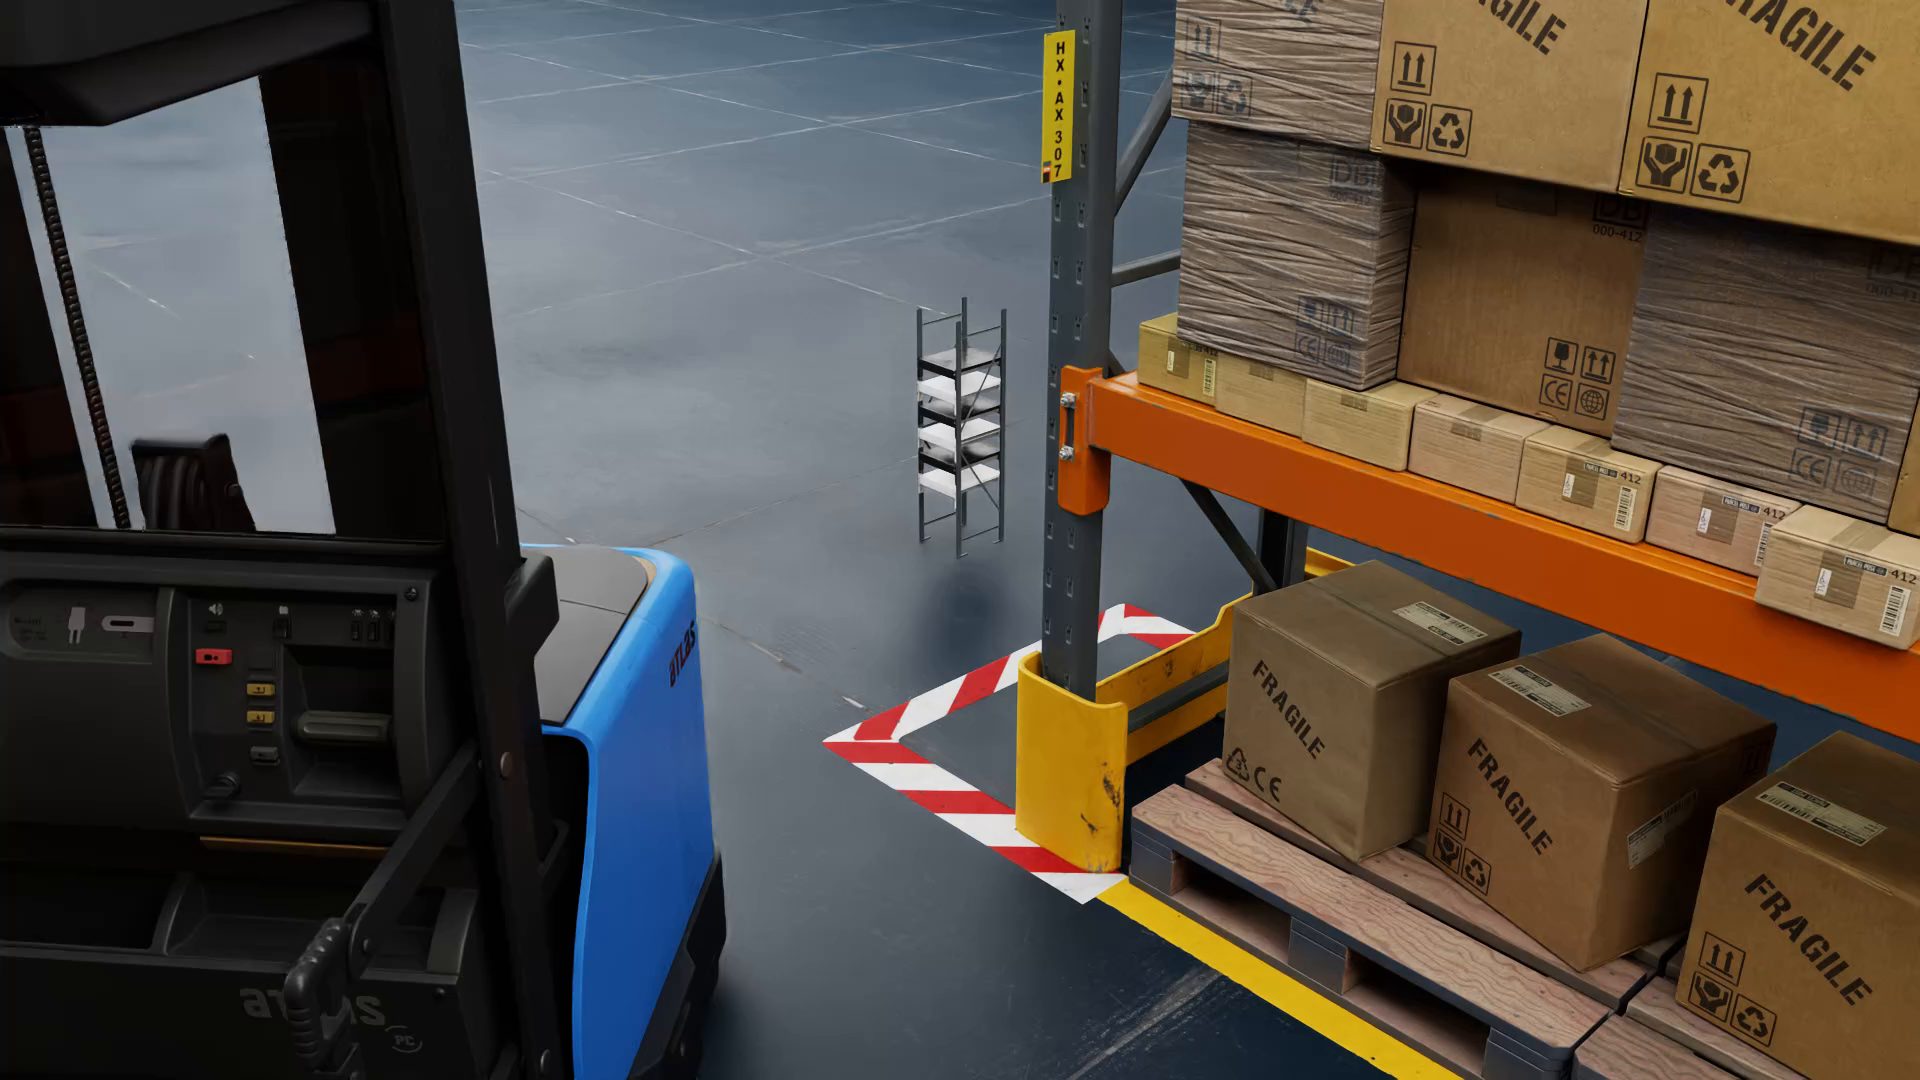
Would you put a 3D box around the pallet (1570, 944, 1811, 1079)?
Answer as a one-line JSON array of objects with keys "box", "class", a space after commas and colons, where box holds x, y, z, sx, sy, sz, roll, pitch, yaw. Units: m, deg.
[{"box": [2.028, 1.194, 3.378, 1.003, 0.211, 1.213, -21, 32, -38], "class": "pallet"}]

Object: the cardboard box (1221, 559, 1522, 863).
[{"box": [1.031, 0.417, 4.227, 0.500, 0.500, 0.500, -15, 28, -29], "class": "cardboard box"}]

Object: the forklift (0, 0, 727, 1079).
[{"box": [-1.217, 0.251, 2.168, 1.130, 2.935, 3.031, 2, 25, 5], "class": "forklift"}]

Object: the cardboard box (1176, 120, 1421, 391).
[{"box": [0.973, -0.729, 3.756, 0.875, 0.500, 0.500, -21, 32, -38], "class": "cardboard box"}]

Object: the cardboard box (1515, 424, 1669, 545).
[{"box": [1.306, -0.146, 3.259, 0.380, 0.149, 0.250, -21, 32, -38], "class": "cardboard box"}]

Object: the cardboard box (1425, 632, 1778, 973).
[{"box": [1.465, 0.588, 3.852, 0.500, 0.500, 0.500, -12, 27, -25], "class": "cardboard box"}]

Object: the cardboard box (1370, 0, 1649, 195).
[{"box": [1.130, -0.961, 3.060, 0.500, 0.500, 0.500, -21, 32, -38], "class": "cardboard box"}]

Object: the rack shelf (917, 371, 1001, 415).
[{"box": [0.006, -0.540, 5.997, 0.258, 0.077, 0.200, -21, 32, -38], "class": "rack shelf"}]

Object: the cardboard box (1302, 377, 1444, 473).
[{"box": [0.954, -0.294, 3.582, 0.380, 0.149, 0.250, -21, 32, -38], "class": "cardboard box"}]

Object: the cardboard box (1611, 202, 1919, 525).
[{"box": [1.712, -0.448, 3.140, 0.875, 0.500, 0.500, -21, 32, -38], "class": "cardboard box"}]

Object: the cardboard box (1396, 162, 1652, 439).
[{"box": [1.402, -0.612, 3.499, 0.875, 0.500, 0.500, -21, 32, -38], "class": "cardboard box"}]

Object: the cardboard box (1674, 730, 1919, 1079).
[{"box": [1.879, 0.784, 3.424, 0.500, 0.500, 0.500, -18, 30, -34], "class": "cardboard box"}]

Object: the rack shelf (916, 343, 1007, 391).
[{"box": [0.006, -0.622, 5.960, 0.258, 0.077, 0.200, -21, 32, -38], "class": "rack shelf"}]

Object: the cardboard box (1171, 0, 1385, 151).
[{"box": [0.794, -1.115, 3.396, 0.500, 0.500, 0.500, -21, 32, -38], "class": "cardboard box"}]

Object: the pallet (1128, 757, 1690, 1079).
[{"box": [1.198, 0.825, 4.188, 1.003, 0.211, 1.213, -21, 32, -38], "class": "pallet"}]

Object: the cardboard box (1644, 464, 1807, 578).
[{"box": [1.497, -0.078, 3.110, 0.380, 0.149, 0.250, -21, 32, -38], "class": "cardboard box"}]

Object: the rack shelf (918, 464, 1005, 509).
[{"box": [0.006, -0.213, 6.146, 0.258, 0.077, 0.200, -21, 32, -38], "class": "rack shelf"}]

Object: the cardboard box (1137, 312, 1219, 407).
[{"box": [0.638, -0.455, 3.936, 0.380, 0.149, 0.250, -21, 32, -38], "class": "cardboard box"}]

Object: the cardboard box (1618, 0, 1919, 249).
[{"box": [1.473, -0.810, 2.729, 0.500, 0.500, 0.500, -21, 32, -38], "class": "cardboard box"}]

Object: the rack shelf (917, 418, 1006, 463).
[{"box": [0.006, -0.377, 6.072, 0.258, 0.077, 0.200, -21, 32, -38], "class": "rack shelf"}]

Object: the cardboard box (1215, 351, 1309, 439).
[{"box": [0.794, -0.374, 3.758, 0.380, 0.149, 0.250, -21, 32, -38], "class": "cardboard box"}]

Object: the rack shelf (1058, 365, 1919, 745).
[{"box": [1.984, 0.210, 3.042, 1.077, 0.370, 4.000, -21, 32, -38], "class": "rack shelf"}]

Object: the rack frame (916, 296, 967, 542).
[{"box": [-0.064, -0.438, 6.125, 0.240, 0.900, 0.006, -21, 32, -38], "class": "rack frame"}]

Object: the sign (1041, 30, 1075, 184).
[{"box": [0.221, -0.963, 3.704, 0.100, 0.325, 0.005, -21, 32, -38], "class": "sign"}]

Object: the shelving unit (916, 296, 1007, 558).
[{"box": [0.006, -0.407, 6.058, 0.258, 0.900, 0.210, -21, 32, -38], "class": "shelving unit"}]

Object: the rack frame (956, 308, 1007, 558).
[{"box": [0.075, -0.376, 5.990, 0.240, 0.900, 0.006, -21, 32, -38], "class": "rack frame"}]

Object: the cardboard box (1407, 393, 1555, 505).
[{"box": [1.140, -0.224, 3.429, 0.380, 0.149, 0.250, -21, 32, -38], "class": "cardboard box"}]

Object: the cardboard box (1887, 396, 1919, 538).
[{"box": [2.045, -0.293, 2.800, 0.875, 0.500, 0.500, -21, 32, -38], "class": "cardboard box"}]

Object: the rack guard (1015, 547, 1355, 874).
[{"box": [0.669, 0.437, 4.689, 1.175, 0.500, 0.348, -21, 32, -38], "class": "rack guard"}]

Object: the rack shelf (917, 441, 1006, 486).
[{"box": [0.006, -0.295, 6.109, 0.258, 0.077, 0.200, -21, 32, -38], "class": "rack shelf"}]

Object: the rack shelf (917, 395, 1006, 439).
[{"box": [0.006, -0.459, 6.034, 0.258, 0.077, 0.200, -21, 32, -38], "class": "rack shelf"}]

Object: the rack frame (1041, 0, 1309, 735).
[{"box": [0.617, -0.723, 4.221, 1.000, 3.000, 0.127, -21, 32, -38], "class": "rack frame"}]

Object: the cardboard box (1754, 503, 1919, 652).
[{"box": [1.592, 0.027, 2.879, 0.380, 0.149, 0.250, -21, 32, -38], "class": "cardboard box"}]
